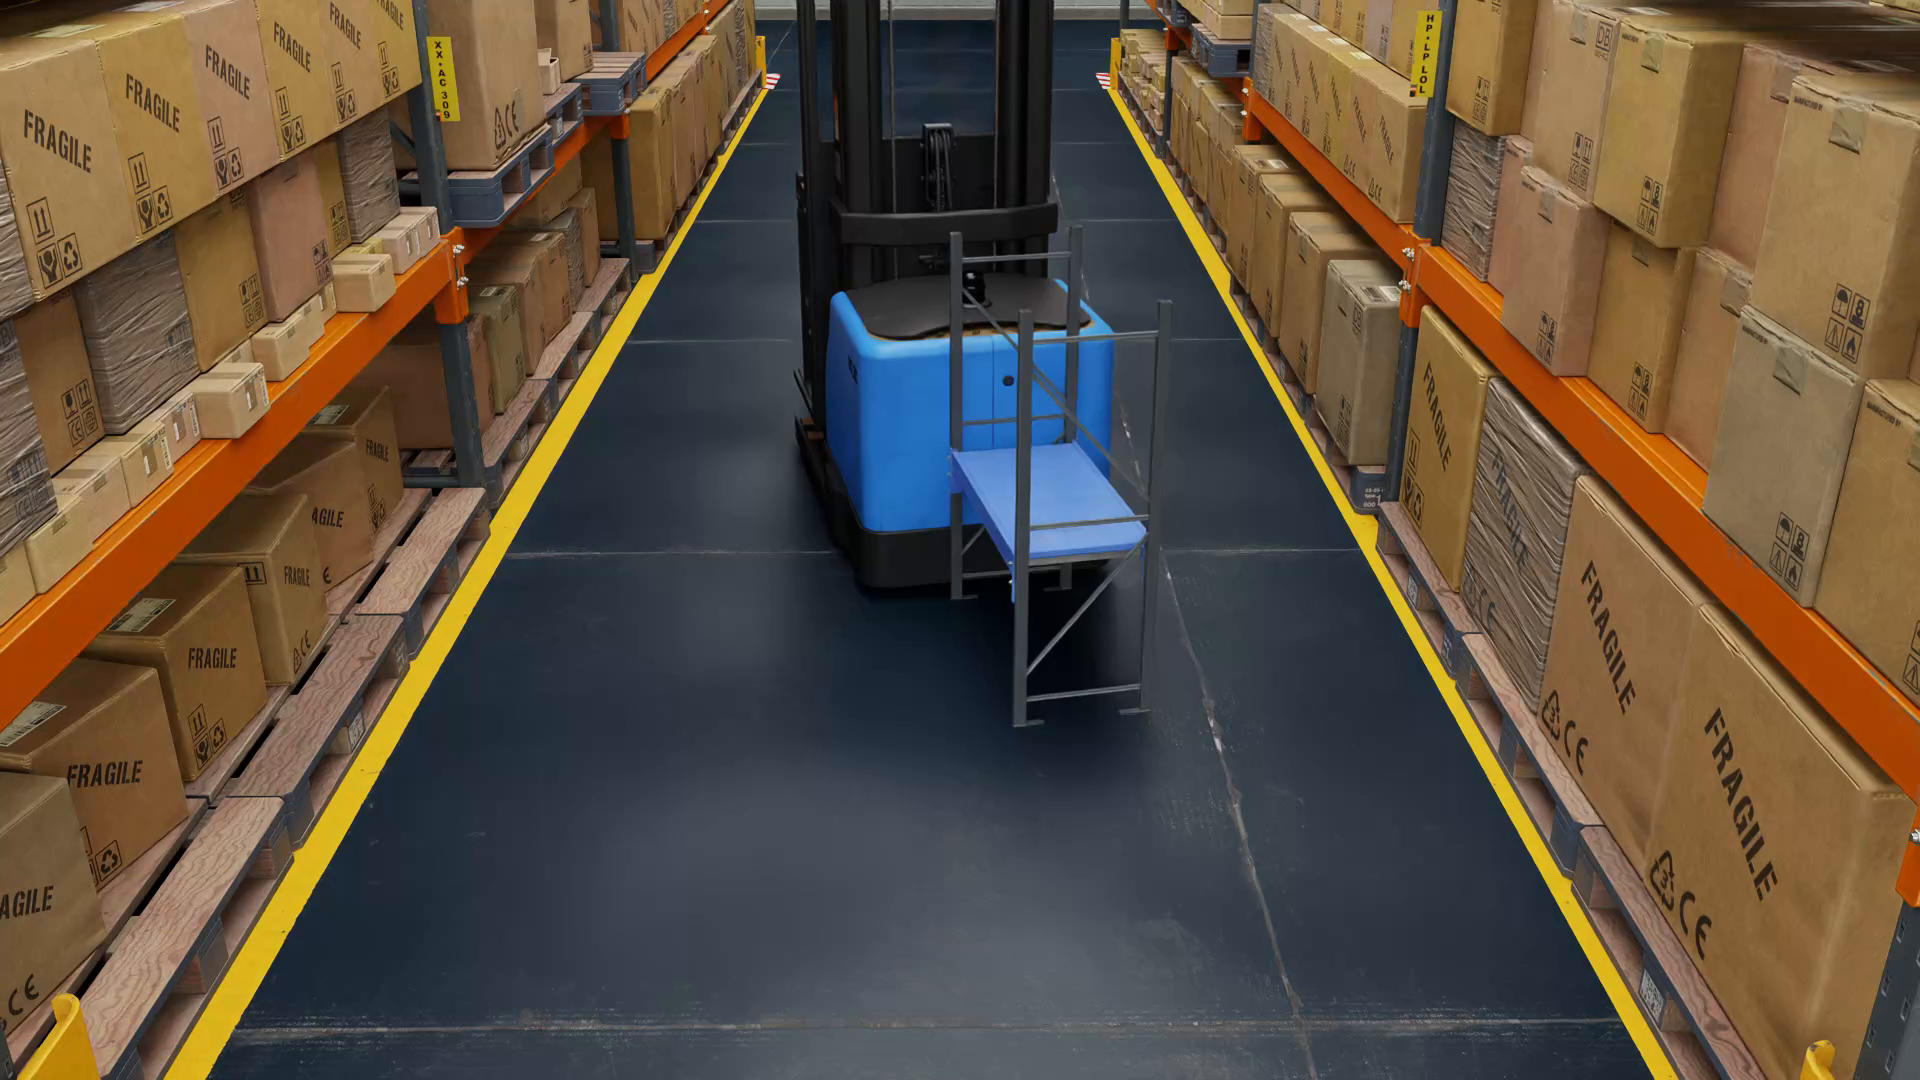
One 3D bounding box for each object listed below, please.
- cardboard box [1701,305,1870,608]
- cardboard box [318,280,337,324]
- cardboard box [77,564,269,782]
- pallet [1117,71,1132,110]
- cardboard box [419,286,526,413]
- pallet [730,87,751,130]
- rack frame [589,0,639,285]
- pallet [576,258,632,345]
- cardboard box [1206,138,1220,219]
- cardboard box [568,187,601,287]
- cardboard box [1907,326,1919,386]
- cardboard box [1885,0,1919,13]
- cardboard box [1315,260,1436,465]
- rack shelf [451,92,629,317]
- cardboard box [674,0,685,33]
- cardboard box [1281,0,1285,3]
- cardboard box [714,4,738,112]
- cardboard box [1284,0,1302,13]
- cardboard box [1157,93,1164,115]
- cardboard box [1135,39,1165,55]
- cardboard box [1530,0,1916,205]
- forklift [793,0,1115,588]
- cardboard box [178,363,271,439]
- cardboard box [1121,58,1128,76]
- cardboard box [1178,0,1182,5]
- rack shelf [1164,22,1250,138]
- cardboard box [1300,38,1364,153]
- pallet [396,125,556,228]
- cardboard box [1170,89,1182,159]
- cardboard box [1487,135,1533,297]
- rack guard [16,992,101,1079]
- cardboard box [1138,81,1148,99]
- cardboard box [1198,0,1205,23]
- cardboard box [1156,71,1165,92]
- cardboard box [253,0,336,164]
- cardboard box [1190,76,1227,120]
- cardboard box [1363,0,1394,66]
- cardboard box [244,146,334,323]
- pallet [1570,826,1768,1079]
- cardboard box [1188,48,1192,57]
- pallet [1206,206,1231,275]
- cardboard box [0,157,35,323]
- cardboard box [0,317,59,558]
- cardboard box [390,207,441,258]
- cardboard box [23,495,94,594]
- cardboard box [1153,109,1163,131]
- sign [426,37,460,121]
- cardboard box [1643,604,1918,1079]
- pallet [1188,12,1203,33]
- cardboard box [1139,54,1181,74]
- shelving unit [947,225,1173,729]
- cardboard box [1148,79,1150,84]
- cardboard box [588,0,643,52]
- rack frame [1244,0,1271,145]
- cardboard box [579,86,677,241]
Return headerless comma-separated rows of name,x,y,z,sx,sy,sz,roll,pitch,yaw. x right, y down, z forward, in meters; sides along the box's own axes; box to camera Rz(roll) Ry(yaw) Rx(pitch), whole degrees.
cardboard box,2.330,-0.209,3.890,0.875,0.550,0.550,0,24,-1
cardboard box,-2.380,-0.815,5.717,0.380,0.149,0.250,0,24,-1
cardboard box,-2.572,0.405,5.238,0.500,0.500,0.500,2,24,4
pallet,2.207,-4.718,17.425,1.003,0.211,1.213,0,24,-1
cardboard box,-2.569,-0.940,8.189,0.700,0.500,0.500,0,24,-1
pallet,-2.631,-4.273,16.441,1.003,0.211,1.213,0,24,-1
rack frame,-2.641,-3.077,10.414,1.000,3.000,0.127,0,24,-1
pallet,-2.634,-1.485,10.277,1.003,0.211,1.213,0,24,-1
cardboard box,2.049,-2.594,11.870,0.500,0.500,0.500,1,24,2
cardboard box,-2.614,-1.863,10.228,0.700,0.500,0.500,-2,24,-3
cardboard box,2.442,-0.475,3.168,0.875,0.550,0.550,0,24,-1
cardboard box,6.974,-3.902,11.813,0.500,0.250,0.500,-1,24,-2
cardboard box,2.267,-0.831,7.669,1.050,0.750,0.750,0,24,-1
rack shelf,-2.619,-1.925,8.740,1.077,0.370,4.000,0,24,-1
cardboard box,-2.395,-4.160,12.688,0.500,0.500,0.500,-1,24,-1
cardboard box,2.500,-3.866,11.954,0.380,0.149,0.250,0,24,0
cardboard box,-2.622,-4.592,15.832,0.875,0.875,0.875,0,24,-1
cardboard box,2.315,-3.374,9.736,0.700,0.500,0.500,0,24,-1
cardboard box,1.955,-3.863,14.739,0.380,0.149,0.250,0,24,0
cardboard box,1.982,-4.981,16.852,0.380,0.149,0.250,-1,24,-3
cardboard box,2.324,-1.369,5.144,0.875,0.550,0.550,0,24,-1
forklift,-0.198,-1.725,7.507,1.130,2.935,3.031,-5,25,-11
cardboard box,-2.238,-0.403,4.807,0.380,0.149,0.250,0,24,-1
cardboard box,1.918,-5.030,17.680,0.380,0.149,0.250,0,24,1
cardboard box,1.840,-4.081,12.428,0.380,0.149,0.250,-1,24,-2
rack shelf,2.298,-3.554,12.342,1.077,0.370,4.000,0,24,-1
cardboard box,2.071,-2.295,8.562,0.500,0.500,0.500,-1,24,-1
pallet,-2.460,-1.657,7.507,1.003,0.211,1.213,0,24,-1
cardboard box,2.019,-3.453,13.768,0.500,0.500,0.500,1,24,1
cardboard box,2.408,-1.100,5.859,0.875,0.550,0.550,0,24,-1
rack guard,-2.554,1.327,3.710,1.175,0.500,0.348,0,24,-1
cardboard box,1.948,-4.392,16.271,0.380,0.149,0.250,0,24,-1
cardboard box,1.852,-3.647,11.469,0.380,0.149,0.250,-1,24,-1
cardboard box,1.970,-4.120,14.948,0.380,0.149,0.250,0,24,0
cardboard box,-2.306,-1.469,5.163,0.500,0.500,0.500,0,24,-1
cardboard box,2.030,-3.365,12.664,0.500,0.250,0.500,1,24,1
cardboard box,2.339,-2.536,7.882,0.700,0.500,0.500,0,24,0
cardboard box,-2.578,-1.013,5.367,0.875,0.500,0.500,0,24,-1
pallet,2.320,1.180,4.385,1.003,0.211,1.213,0,24,-1
cardboard box,2.457,-4.764,16.372,0.380,0.149,0.250,-1,24,-2
pallet,2.313,-2.109,11.658,1.003,0.211,1.213,0,24,-1
cardboard box,-2.287,-0.645,3.341,0.500,0.500,0.500,0,24,-1
cardboard box,-2.532,-0.189,3.545,0.875,0.500,0.500,0,24,-1
cardboard box,-2.301,-1.227,6.629,0.380,0.149,0.250,0,24,-1
cardboard box,-2.290,0.009,3.895,0.380,0.149,0.250,0,24,-1
cardboard box,1.931,-3.759,14.871,0.380,0.149,0.250,0,24,0
sign,-2.055,-1.829,6.604,0.100,0.325,0.005,0,24,-1
cardboard box,2.334,0.736,4.051,0.875,0.875,0.875,0,24,0
pallet,2.257,-3.786,12.214,1.003,0.211,1.213,0,24,-1
cardboard box,1.924,-4.552,15.903,0.380,0.149,0.250,-1,24,-2
shelving unit,0.319,-0.259,6.002,0.538,1.500,1.048,-5,25,-11
cardboard box,2.009,-4.404,15.935,0.380,0.149,0.250,-1,24,-3
cardboard box,-2.374,-3.324,10.839,0.500,0.500,0.500,0,24,1
rack frame,2.320,-3.058,10.371,1.000,3.000,0.127,0,24,-1
cardboard box,-2.628,-2.585,11.394,1.225,0.875,0.875,-1,24,-3
